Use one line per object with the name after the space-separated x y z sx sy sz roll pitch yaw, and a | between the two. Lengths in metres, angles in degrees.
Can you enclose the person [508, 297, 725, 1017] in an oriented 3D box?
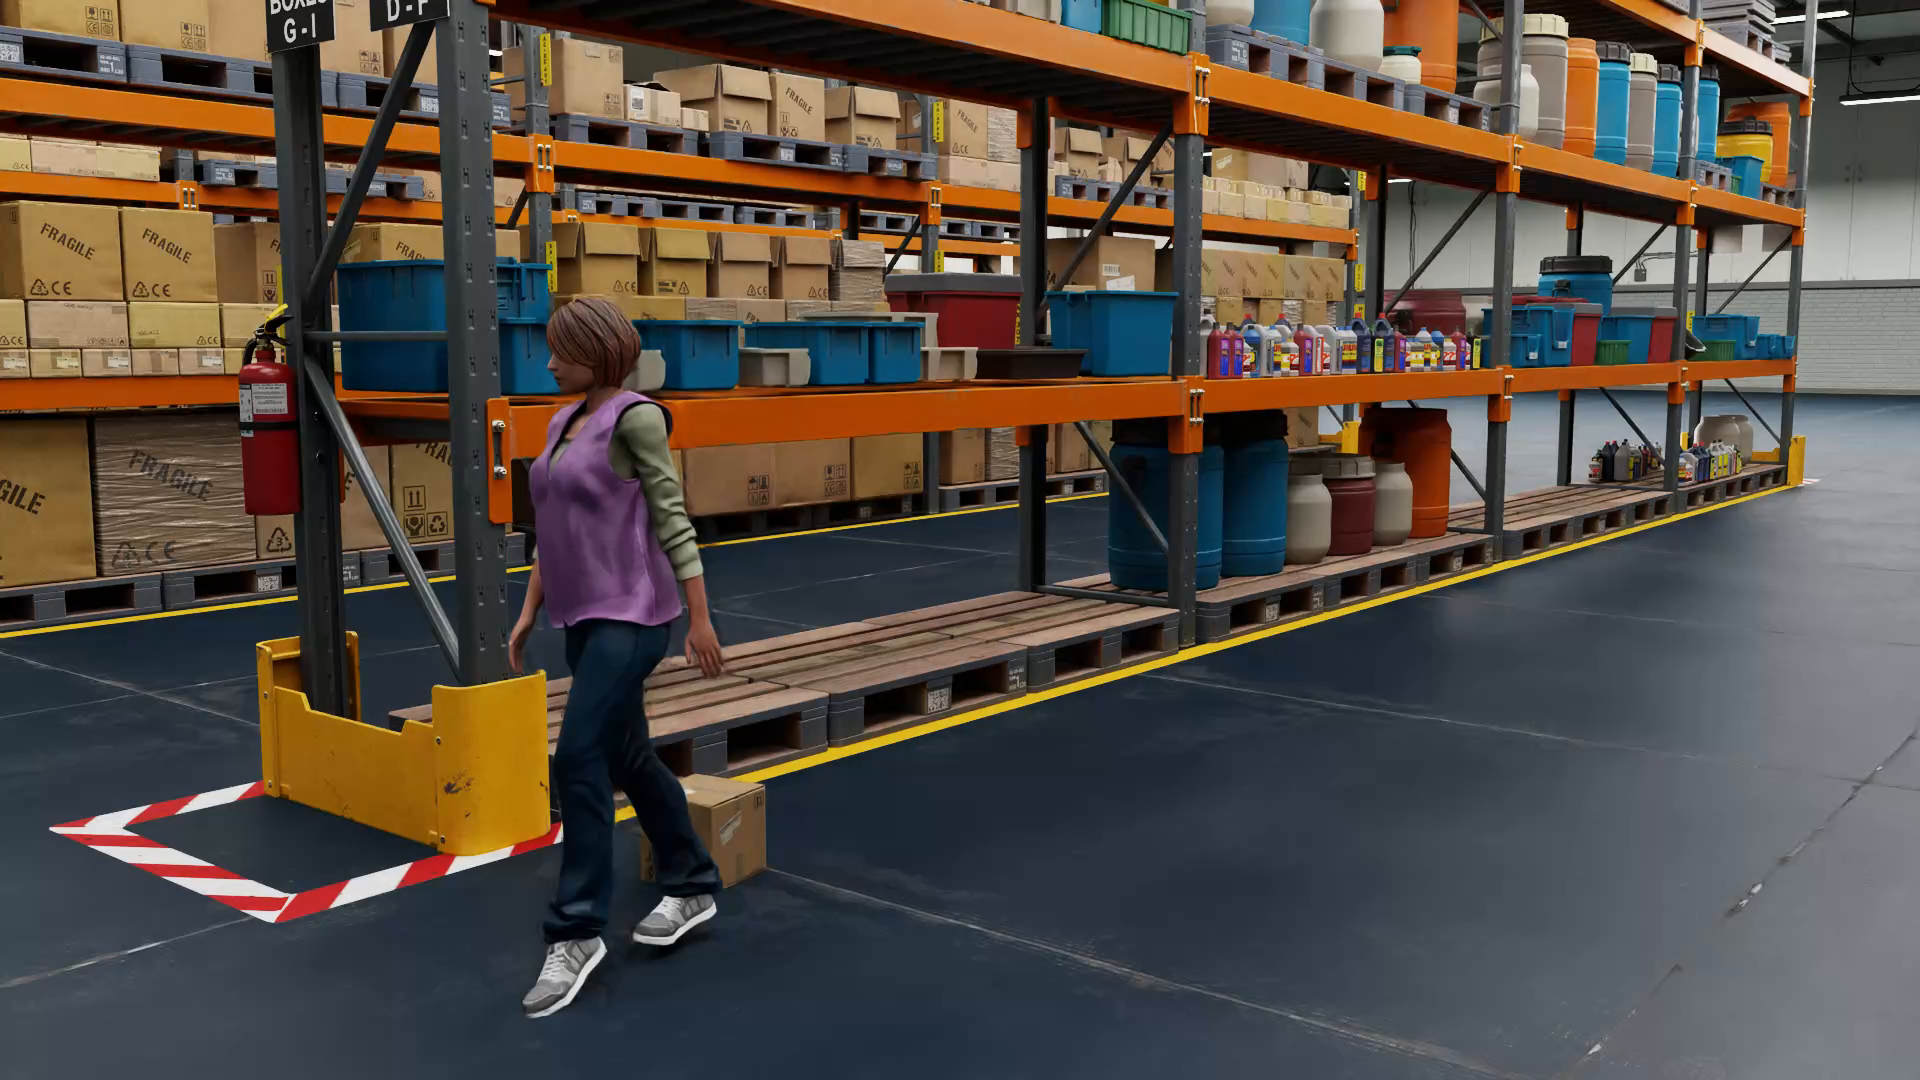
-0.862 0.235 3.967 0.633 1.615 0.486 -6 9 -41 | person
